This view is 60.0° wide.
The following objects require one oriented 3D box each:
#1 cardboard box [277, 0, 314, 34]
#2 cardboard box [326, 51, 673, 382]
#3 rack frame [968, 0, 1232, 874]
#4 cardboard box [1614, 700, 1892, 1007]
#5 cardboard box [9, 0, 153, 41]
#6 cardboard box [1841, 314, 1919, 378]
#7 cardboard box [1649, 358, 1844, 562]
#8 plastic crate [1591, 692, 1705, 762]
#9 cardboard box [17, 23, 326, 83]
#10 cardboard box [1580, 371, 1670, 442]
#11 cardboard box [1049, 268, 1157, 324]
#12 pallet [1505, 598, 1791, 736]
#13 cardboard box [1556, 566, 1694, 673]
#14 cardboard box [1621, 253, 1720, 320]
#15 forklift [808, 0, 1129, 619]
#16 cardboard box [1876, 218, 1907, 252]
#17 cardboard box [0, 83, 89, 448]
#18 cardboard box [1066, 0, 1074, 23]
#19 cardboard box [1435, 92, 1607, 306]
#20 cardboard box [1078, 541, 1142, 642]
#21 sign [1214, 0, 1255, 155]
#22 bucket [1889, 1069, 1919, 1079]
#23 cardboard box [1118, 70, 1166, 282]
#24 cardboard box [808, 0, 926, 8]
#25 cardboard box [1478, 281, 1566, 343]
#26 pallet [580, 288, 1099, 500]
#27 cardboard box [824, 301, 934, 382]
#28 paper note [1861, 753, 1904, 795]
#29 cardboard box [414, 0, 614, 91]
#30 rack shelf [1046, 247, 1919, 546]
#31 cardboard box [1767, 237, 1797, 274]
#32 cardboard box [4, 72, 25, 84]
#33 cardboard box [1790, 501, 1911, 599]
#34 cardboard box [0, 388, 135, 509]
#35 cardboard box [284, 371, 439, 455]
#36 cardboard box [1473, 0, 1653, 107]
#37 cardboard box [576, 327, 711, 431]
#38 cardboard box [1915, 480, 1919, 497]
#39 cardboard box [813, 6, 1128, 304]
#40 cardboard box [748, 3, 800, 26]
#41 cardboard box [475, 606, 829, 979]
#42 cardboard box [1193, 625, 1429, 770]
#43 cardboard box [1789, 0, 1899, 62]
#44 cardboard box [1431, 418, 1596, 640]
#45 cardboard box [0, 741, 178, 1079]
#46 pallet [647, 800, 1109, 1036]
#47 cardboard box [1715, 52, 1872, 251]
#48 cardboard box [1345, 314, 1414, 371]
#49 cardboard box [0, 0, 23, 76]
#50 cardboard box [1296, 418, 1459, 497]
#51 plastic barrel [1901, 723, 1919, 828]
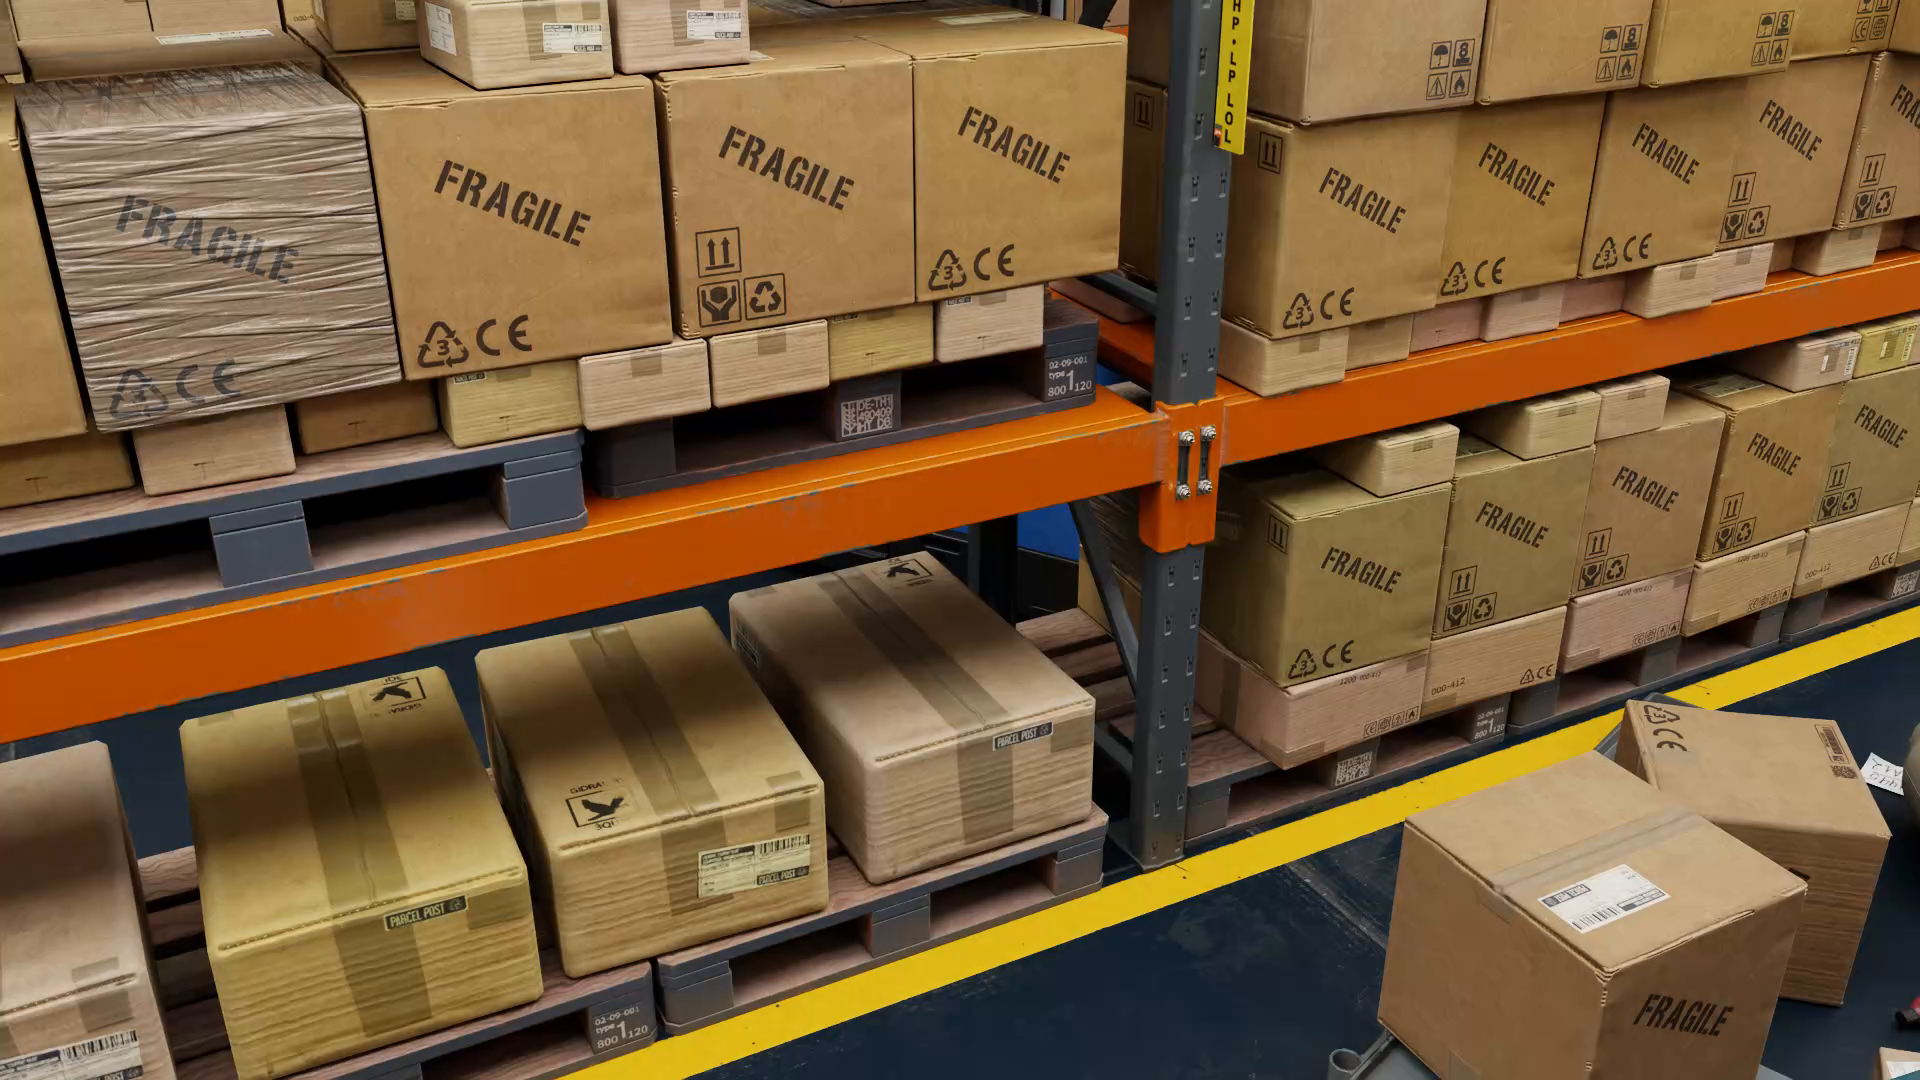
[{"bbox_3d":[-2.793,-2.417,7.415,0.500,0.250,0.500,-14,29,-26],"label":"cardboard box"},{"bbox_3d":[-0.885,-0.652,3.199,0.500,0.500,0.500,-12,28,-23],"label":"cardboard box"},{"bbox_3d":[0.310,-0.670,4.180,0.127,3.000,1.000,-13,29,-25],"label":"rack frame"},{"bbox_3d":[1.896,0.757,4.092,0.500,0.500,0.500,5,26,11],"label":"cardboard box"},{"bbox_3d":[-3.701,-2.220,7.004,0.500,0.250,0.500,-13,28,-24],"label":"cardboard box"},{"bbox_3d":[2.740,-0.652,5.217,0.250,0.149,0.380,-12,28,-24],"label":"cardboard box"},{"bbox_3d":[2.348,-0.302,5.239,0.500,0.500,0.500,-14,29,-26],"label":"cardboard box"},{"bbox_3d":[2.081,0.640,4.825,0.402,0.080,0.583,21,33,37],"label":"plastic crate"},{"bbox_3d":[-1.571,-0.746,3.394,0.500,0.500,0.500,-14,29,-27],"label":"cardboard box"},{"bbox_3d":[1.785,-0.431,4.758,0.250,0.149,0.380,-11,28,-22],"label":"cardboard box"},{"bbox_3d":[0.450,-0.739,4.613,0.250,0.149,0.380,-13,29,-26],"label":"cardboard box"},{"bbox_3d":[1.964,0.187,5.617,1.213,0.211,1.003,-13,29,-25],"label":"pallet"},{"bbox_3d":[1.890,0.141,5.182,0.500,0.250,0.500,-13,29,-26],"label":"cardboard box"},{"bbox_3d":[1.872,-0.755,4.648,0.250,0.149,0.380,-13,28,-25],"label":"cardboard box"},{"bbox_3d":[-0.545,-1.456,5.897,3.031,2.935,1.130,14,29,27],"label":"forklift"},{"bbox_3d":[2.697,-1.013,5.185,0.250,0.149,0.380,-13,28,-24],"label":"cardboard box"},{"bbox_3d":[-1.792,-0.447,2.770,0.500,0.500,0.500,-12,28,-24],"label":"cardboard box"},{"bbox_3d":[0.276,-3.017,8.954,0.500,0.500,0.500,-14,29,-26],"label":"cardboard box"},{"bbox_3d":[1.261,-0.943,4.290,0.500,0.500,0.500,-13,29,-25],"label":"cardboard box"},{"bbox_3d":[0.705,0.157,5.149,0.500,0.250,0.500,-12,28,-23],"label":"cardboard box"},{"bbox_3d":[0.574,-0.981,3.489,0.005,0.325,0.100,-13,29,-25],"label":"sign"},{"bbox_3d":[1.764,1.082,2.556,0.620,0.611,0.726,-13,27,-3],"label":"bucket"},{"bbox_3d":[0.585,-1.035,4.480,0.500,0.500,0.500,-14,29,-26],"label":"cardboard box"},{"bbox_3d":[-0.272,-1.370,3.944,0.250,0.149,0.380,-13,29,-25],"label":"cardboard box"},{"bbox_3d":[1.392,-0.672,4.475,0.250,0.149,0.380,-12,28,-24],"label":"cardboard box"},{"bbox_3d":[-0.433,-0.483,4.013,1.213,0.211,1.003,-13,29,-25],"label":"pallet"},{"bbox_3d":[-0.255,-0.489,3.607,0.250,0.149,0.380,-14,29,-27],"label":"cardboard box"},{"bbox_3d":[2.688,0.676,4.806,0.142,0.019,0.148,21,33,37],"label":"paper note"},{"bbox_3d":[-0.824,-0.940,3.049,0.250,0.149,0.380,-14,29,-27],"label":"cardboard box"},{"bbox_3d":[2.075,-0.753,5.184,4.000,0.370,1.077,-13,29,-25],"label":"rack shelf"},{"bbox_3d":[2.252,-0.910,4.969,0.250,0.149,0.380,-13,29,-25],"label":"cardboard box"},{"bbox_3d":[-4.155,-1.888,6.889,0.500,0.250,0.500,-14,29,-27],"label":"cardboard box"},{"bbox_3d":[2.792,-0.065,5.610,0.500,0.250,0.500,-13,29,-25],"label":"cardboard box"},{"bbox_3d":[-1.658,-0.209,3.024,0.250,0.149,0.380,-12,28,-23],"label":"cardboard box"},{"bbox_3d":[-1.202,-0.319,3.254,0.250,0.149,0.380,-14,29,-27],"label":"cardboard box"},{"bbox_3d":[1.261,-1.402,4.091,0.500,0.500,0.700,-13,28,-25],"label":"cardboard box"},{"bbox_3d":[-0.689,-0.369,3.359,0.250,0.149,0.380,-13,28,-25],"label":"cardboard box"},{"bbox_3d":[3.255,-0.510,5.671,0.500,0.500,0.500,-13,28,-25],"label":"cardboard box"},{"bbox_3d":[0.010,-0.857,3.624,0.500,0.500,0.500,-14,29,-26],"label":"cardboard box"},{"bbox_3d":[-0.680,-0.950,3.819,0.500,0.500,0.500,-13,29,-25],"label":"cardboard box"},{"bbox_3d":[-0.784,0.581,4.125,0.625,0.372,0.950,-11,28,-22],"label":"cardboard box"},{"bbox_3d":[0.958,0.363,4.719,0.500,0.250,0.500,-14,29,-27],"label":"cardboard box"},{"bbox_3d":[2.134,-1.635,4.576,0.500,0.500,0.700,-13,29,-25],"label":"cardboard box"},{"bbox_3d":[1.424,-0.088,4.794,0.500,0.500,0.500,-12,28,-23],"label":"cardboard box"},{"bbox_3d":[-2.069,0.875,3.512,0.625,0.372,0.950,-14,29,-26],"label":"cardboard box"},{"bbox_3d":[-0.376,0.746,4.452,1.213,0.211,1.003,-13,29,-25],"label":"pallet"},{"bbox_3d":[2.147,-1.151,4.723,0.500,0.500,0.500,-13,28,-24],"label":"cardboard box"},{"bbox_3d":[0.937,-0.570,4.261,0.250,0.149,0.380,-12,28,-24],"label":"cardboard box"},{"bbox_3d":[-1.909,-0.957,3.084,0.250,0.149,0.380,-14,29,-28],"label":"cardboard box"},{"bbox_3d":[1.096,-0.270,4.422,0.250,0.149,0.380,-13,28,-24],"label":"cardboard box"},{"bbox_3d":[2.729,0.676,4.354,0.421,0.421,0.512,5,26,11],"label":"plastic barrel"}]
